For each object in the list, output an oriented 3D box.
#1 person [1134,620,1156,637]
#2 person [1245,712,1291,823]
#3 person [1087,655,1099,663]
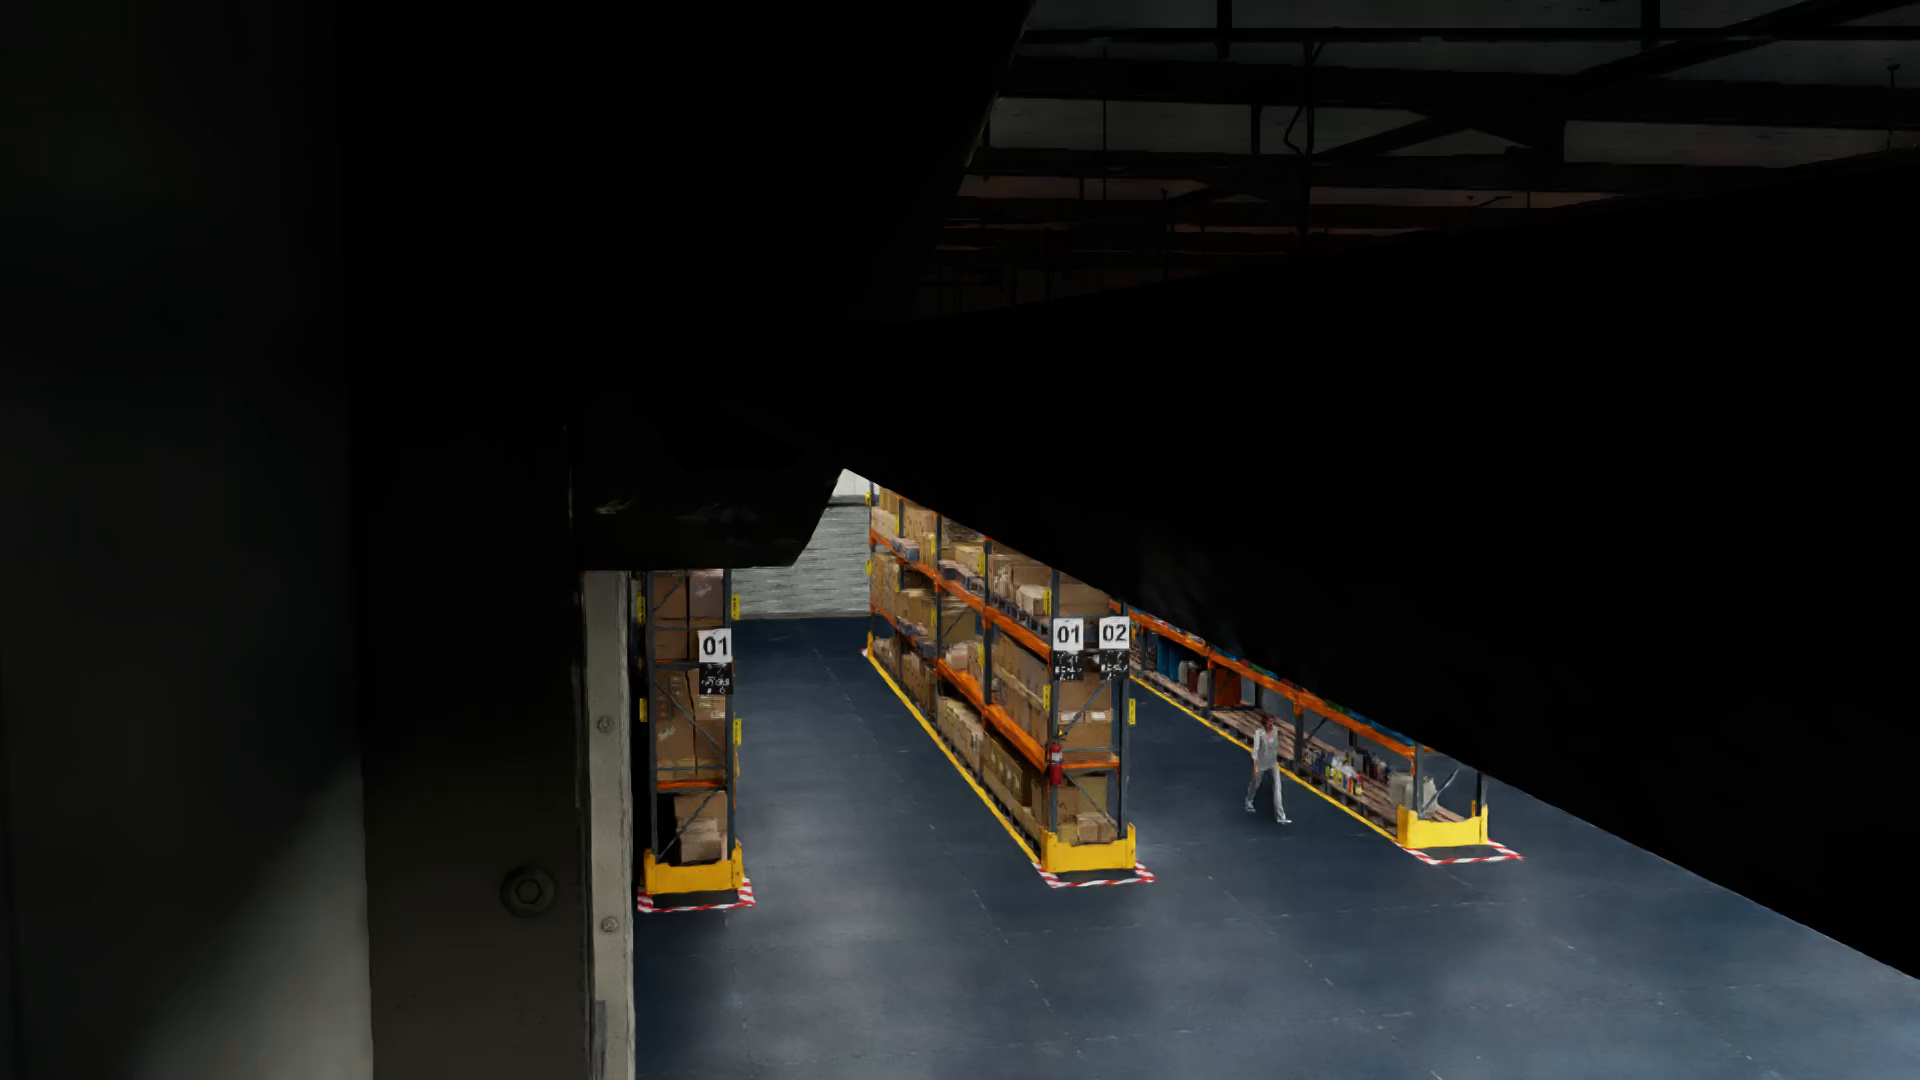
[{"bbox_3d":[4.282,1.442,38.971,0.685,1.656,0.489,-5,8,-38],"label":"person"},{"bbox_3d":[4.263,3.137,23.229,0.419,1.514,1.038,-1,6,-13],"label":"person"},{"bbox_3d":[2.631,2.075,32.057,0.466,1.794,0.629,-5,8,-40],"label":"person"}]
